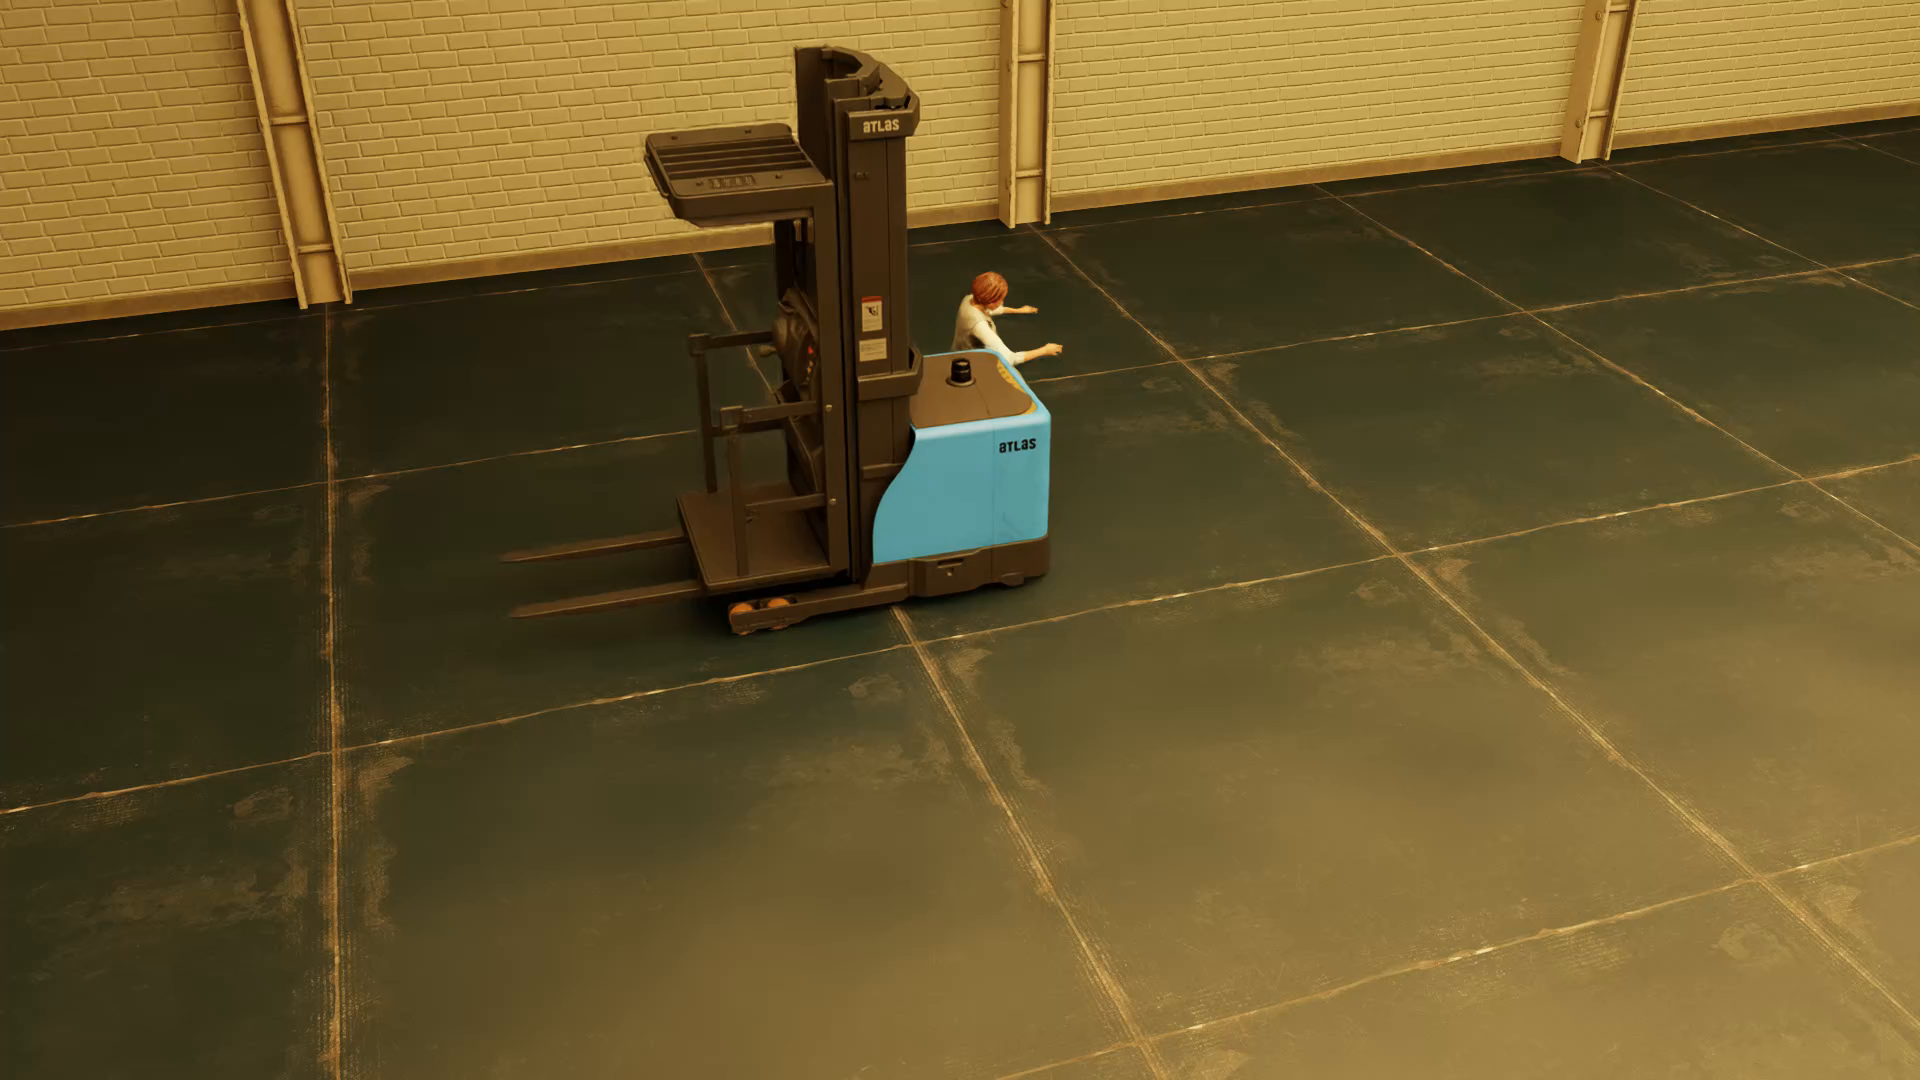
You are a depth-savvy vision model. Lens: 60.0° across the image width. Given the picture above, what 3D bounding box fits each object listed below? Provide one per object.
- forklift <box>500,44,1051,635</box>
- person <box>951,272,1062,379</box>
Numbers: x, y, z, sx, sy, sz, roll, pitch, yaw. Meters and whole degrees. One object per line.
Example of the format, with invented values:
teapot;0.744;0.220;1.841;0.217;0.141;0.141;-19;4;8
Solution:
forklift;-1.061;-1.045;8.903;3.031;2.935;1.130;-9;31;-15
person;0.287;-1.031;10.470;0.683;1.386;0.857;-1;30;-2
